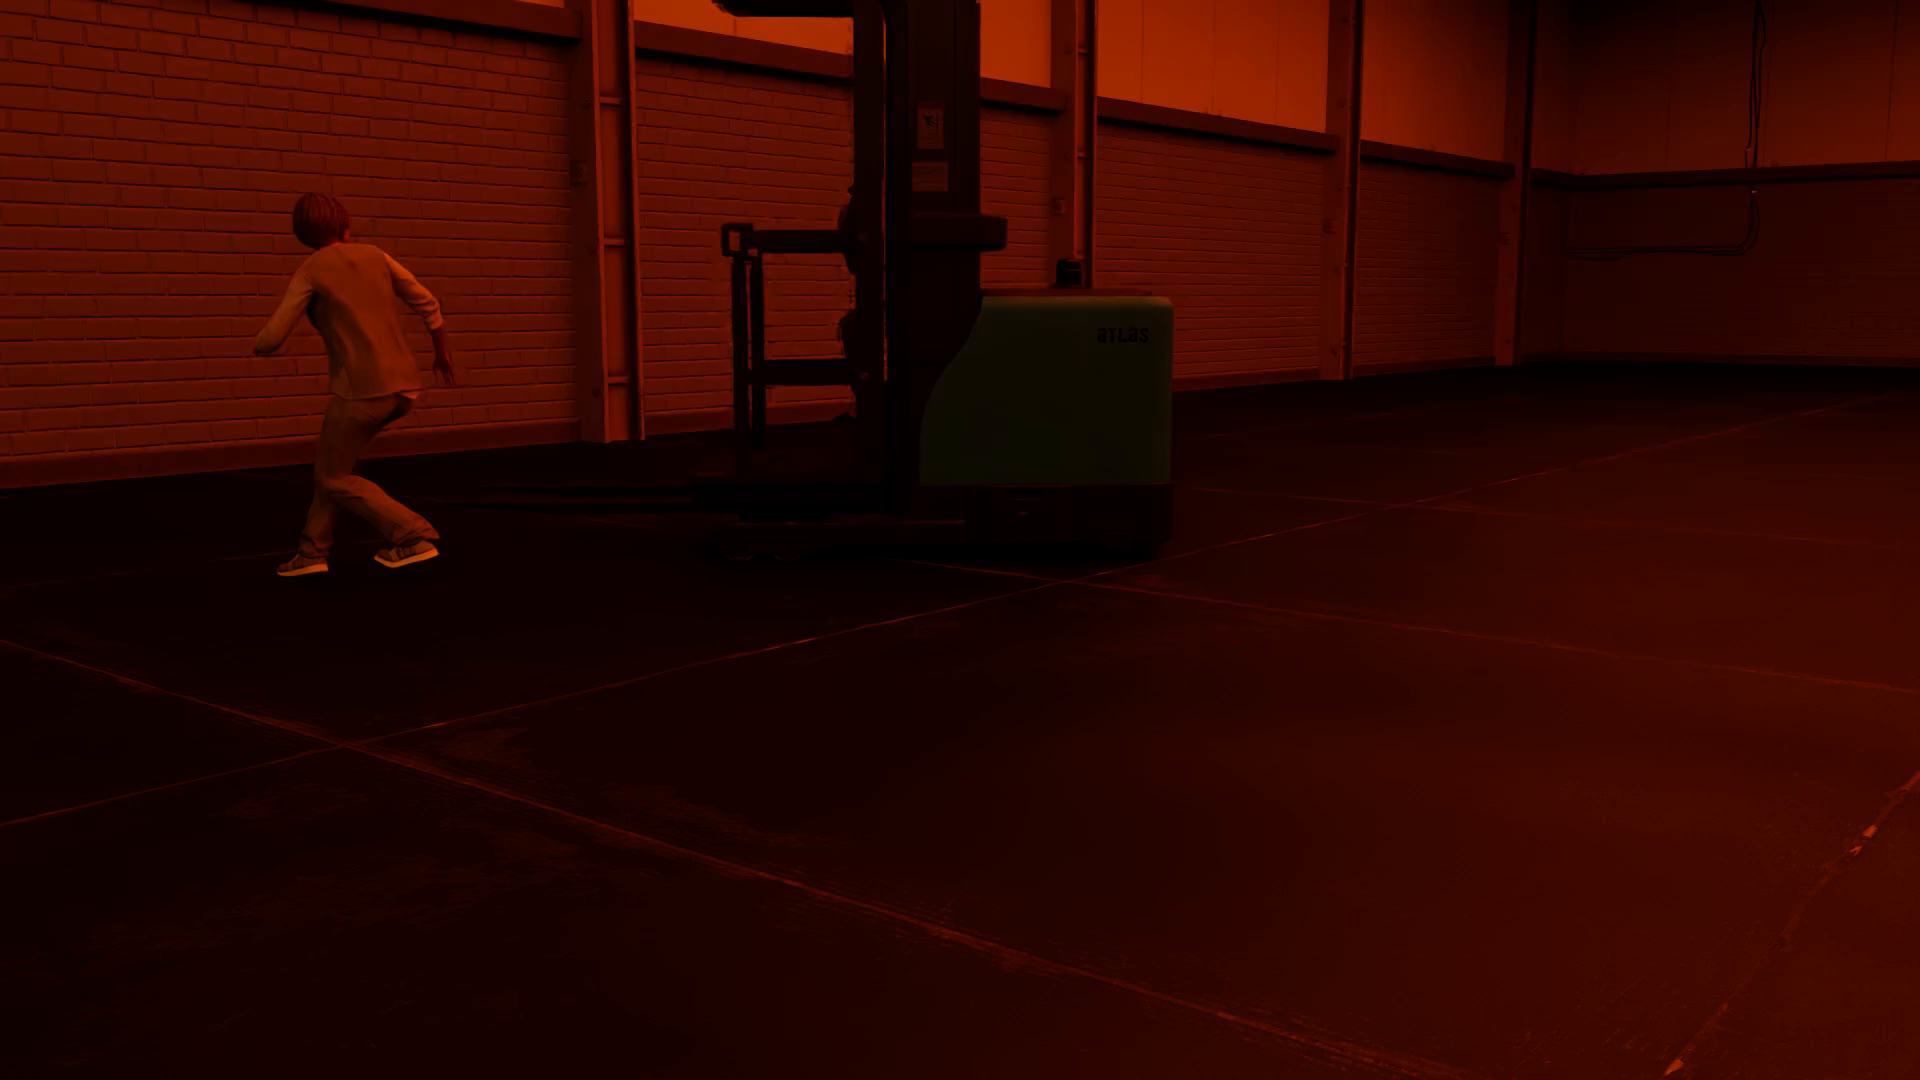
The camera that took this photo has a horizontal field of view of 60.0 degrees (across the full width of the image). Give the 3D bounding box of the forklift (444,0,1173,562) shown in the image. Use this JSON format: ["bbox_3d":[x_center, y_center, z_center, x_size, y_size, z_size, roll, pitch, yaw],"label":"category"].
[{"bbox_3d":[-0.645,-1.438,7.111,3.031,2.935,1.130,0,8,-3],"label":"forklift"}]

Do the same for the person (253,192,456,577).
[{"bbox_3d":[-2.353,-0.585,6.465,0.764,1.465,0.702,4,9,23],"label":"person"}]
